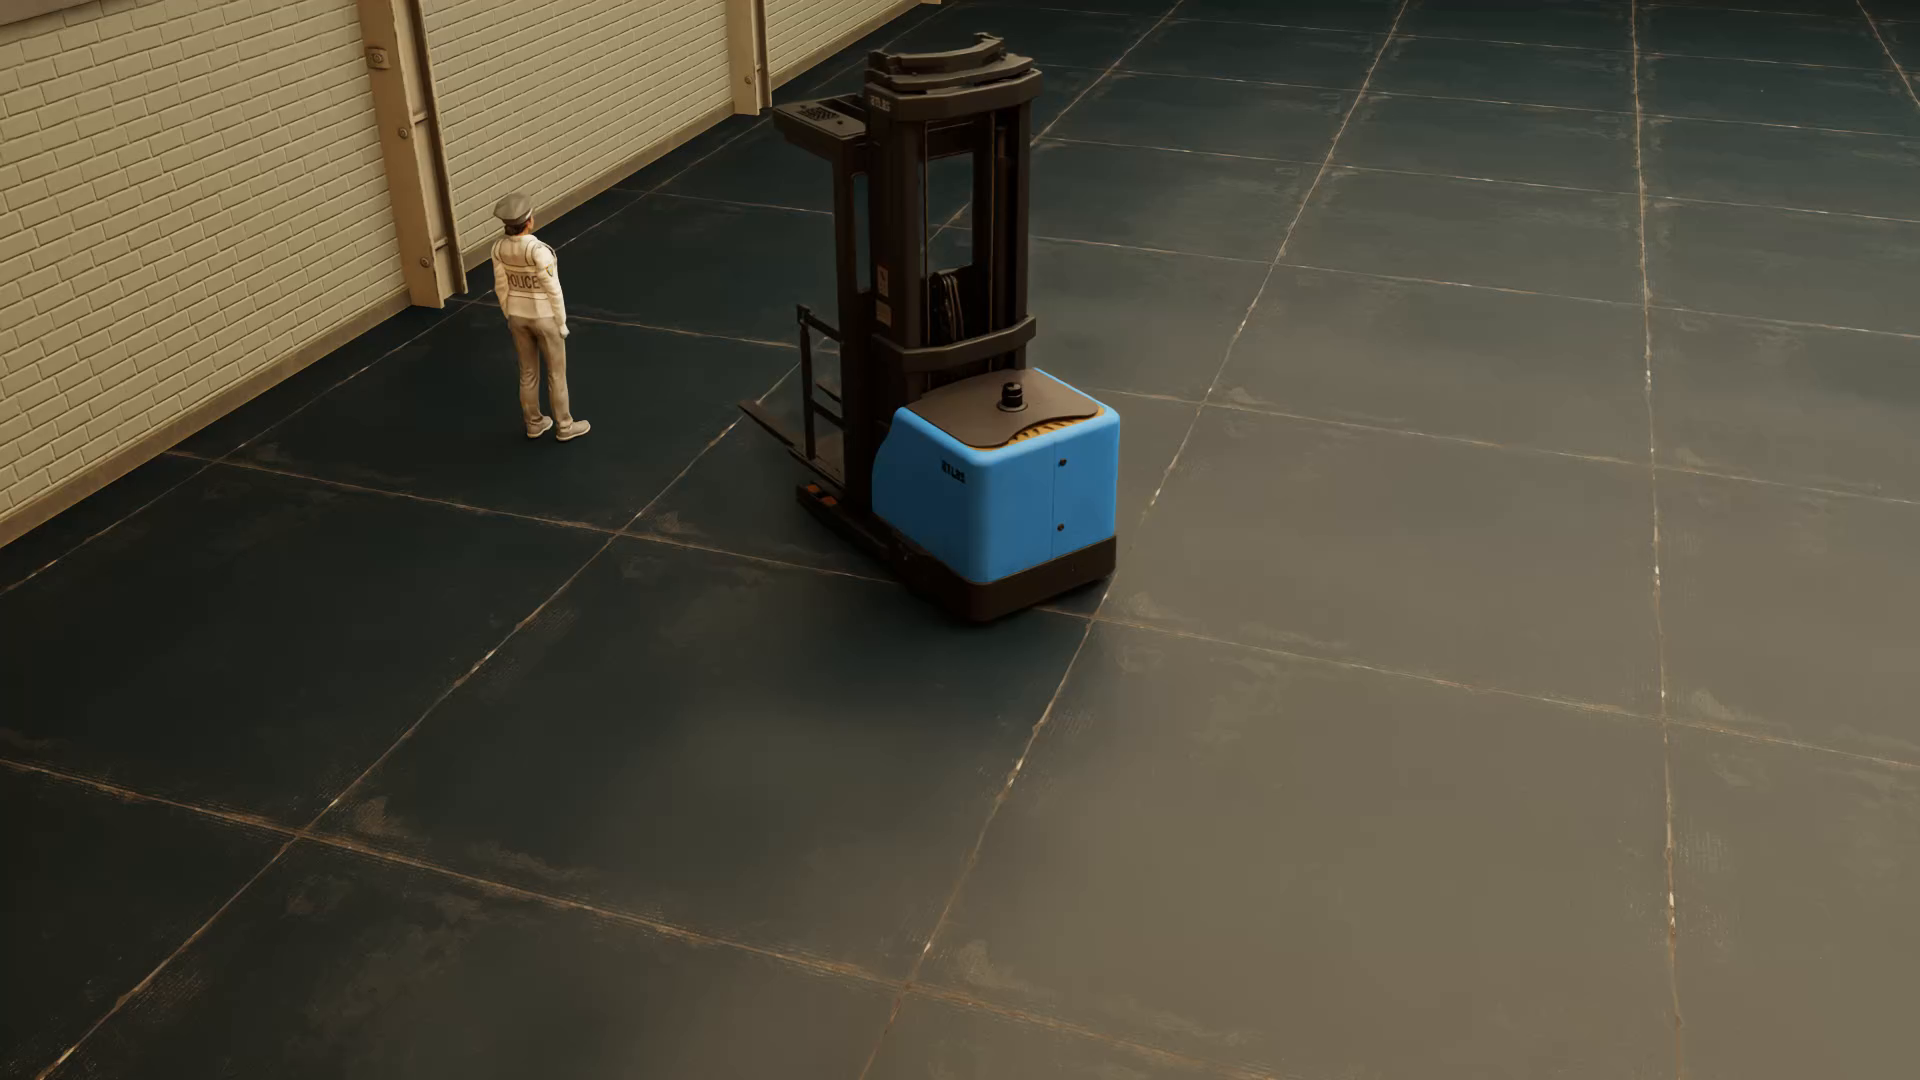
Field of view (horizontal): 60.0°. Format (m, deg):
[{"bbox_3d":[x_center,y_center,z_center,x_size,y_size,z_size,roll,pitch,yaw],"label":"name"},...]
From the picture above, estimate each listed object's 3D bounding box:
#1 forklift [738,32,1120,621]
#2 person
[{"bbox_3d":[-0.362,-1.502,9.771,1.130,2.935,3.031,-19,35,-30],"label":"forklift"},{"bbox_3d":[-2.793,-1.458,10.952,0.457,1.694,0.363,9,31,16],"label":"person"}]
